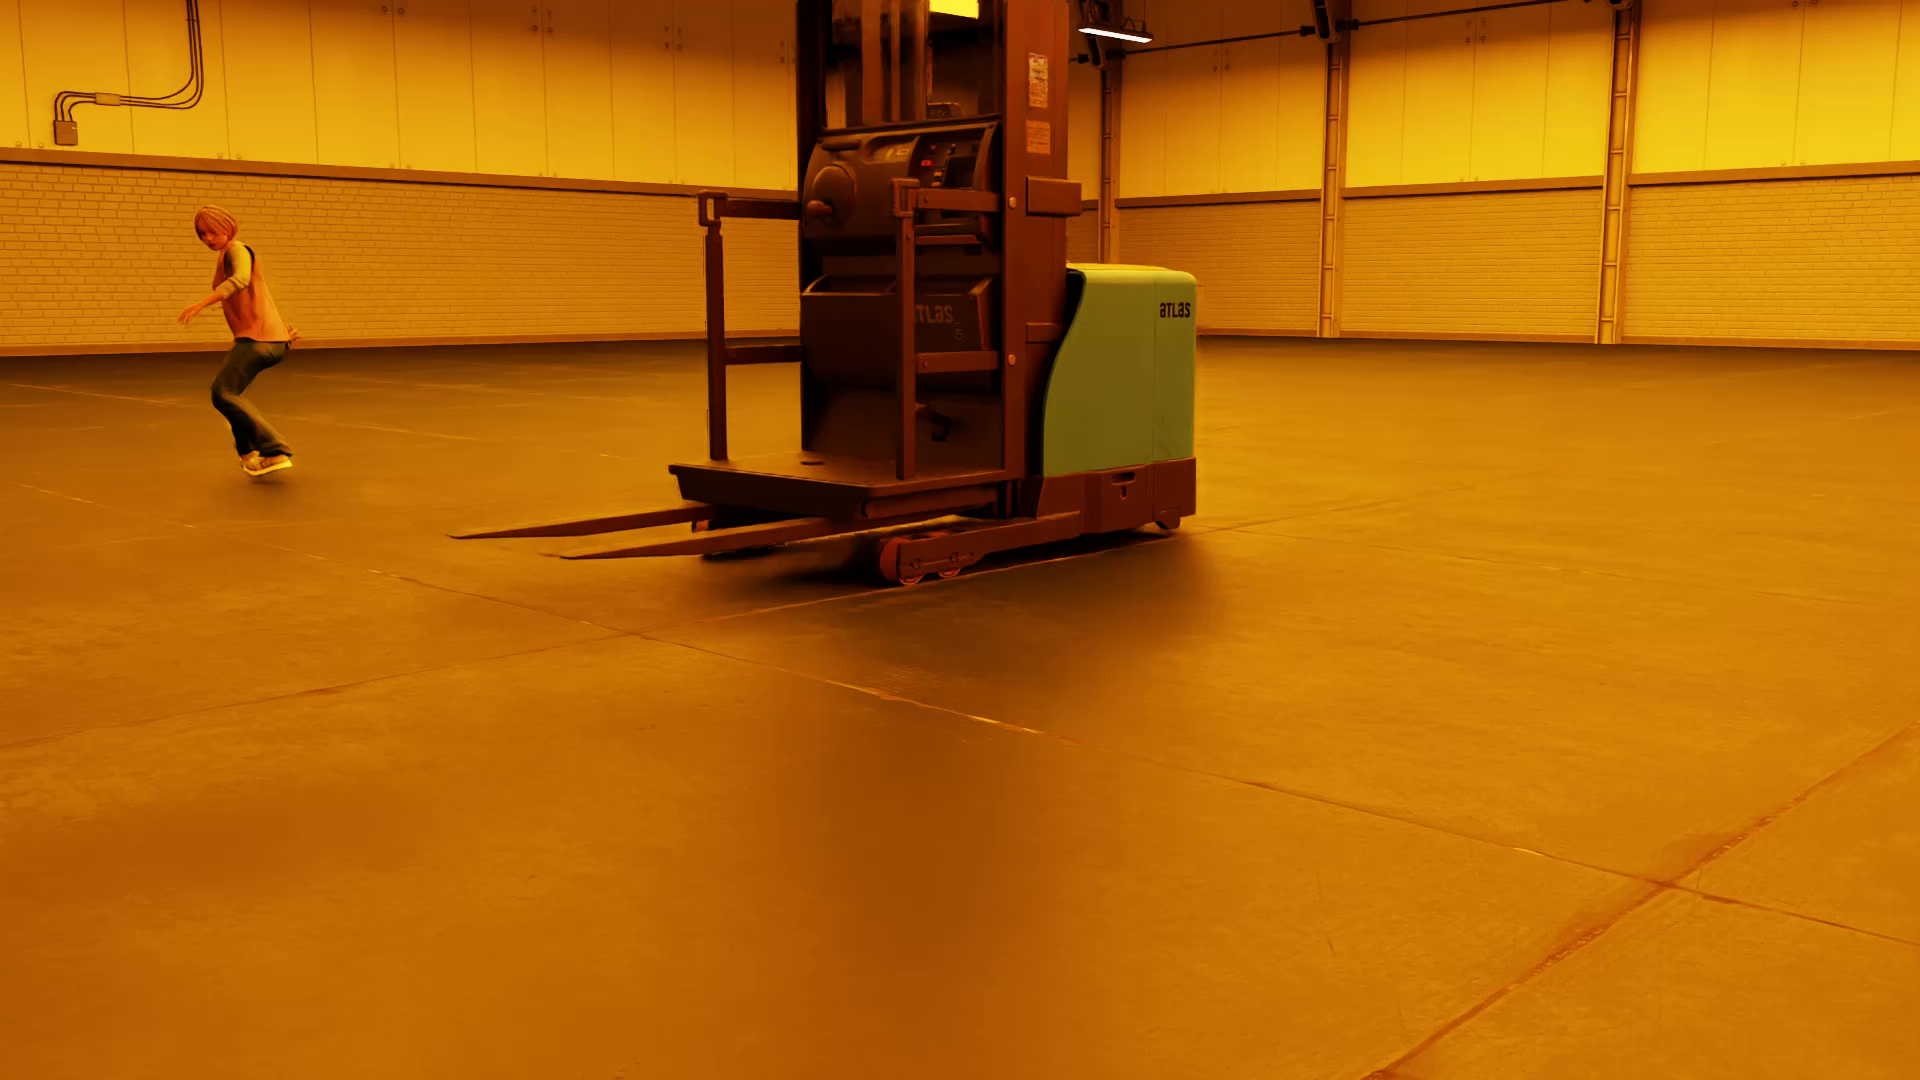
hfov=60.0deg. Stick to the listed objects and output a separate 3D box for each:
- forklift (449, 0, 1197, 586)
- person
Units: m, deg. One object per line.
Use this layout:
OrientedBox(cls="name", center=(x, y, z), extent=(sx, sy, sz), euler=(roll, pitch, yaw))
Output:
OrientedBox(cls="forklift", center=(-0.374, -1.377, 6.017), extent=(1.130, 2.935, 3.031), euler=(8, 11, 42))
OrientedBox(cls="person", center=(-3.847, -0.996, 8.937), extent=(0.517, 1.487, 0.921), euler=(-3, 9, -17))
